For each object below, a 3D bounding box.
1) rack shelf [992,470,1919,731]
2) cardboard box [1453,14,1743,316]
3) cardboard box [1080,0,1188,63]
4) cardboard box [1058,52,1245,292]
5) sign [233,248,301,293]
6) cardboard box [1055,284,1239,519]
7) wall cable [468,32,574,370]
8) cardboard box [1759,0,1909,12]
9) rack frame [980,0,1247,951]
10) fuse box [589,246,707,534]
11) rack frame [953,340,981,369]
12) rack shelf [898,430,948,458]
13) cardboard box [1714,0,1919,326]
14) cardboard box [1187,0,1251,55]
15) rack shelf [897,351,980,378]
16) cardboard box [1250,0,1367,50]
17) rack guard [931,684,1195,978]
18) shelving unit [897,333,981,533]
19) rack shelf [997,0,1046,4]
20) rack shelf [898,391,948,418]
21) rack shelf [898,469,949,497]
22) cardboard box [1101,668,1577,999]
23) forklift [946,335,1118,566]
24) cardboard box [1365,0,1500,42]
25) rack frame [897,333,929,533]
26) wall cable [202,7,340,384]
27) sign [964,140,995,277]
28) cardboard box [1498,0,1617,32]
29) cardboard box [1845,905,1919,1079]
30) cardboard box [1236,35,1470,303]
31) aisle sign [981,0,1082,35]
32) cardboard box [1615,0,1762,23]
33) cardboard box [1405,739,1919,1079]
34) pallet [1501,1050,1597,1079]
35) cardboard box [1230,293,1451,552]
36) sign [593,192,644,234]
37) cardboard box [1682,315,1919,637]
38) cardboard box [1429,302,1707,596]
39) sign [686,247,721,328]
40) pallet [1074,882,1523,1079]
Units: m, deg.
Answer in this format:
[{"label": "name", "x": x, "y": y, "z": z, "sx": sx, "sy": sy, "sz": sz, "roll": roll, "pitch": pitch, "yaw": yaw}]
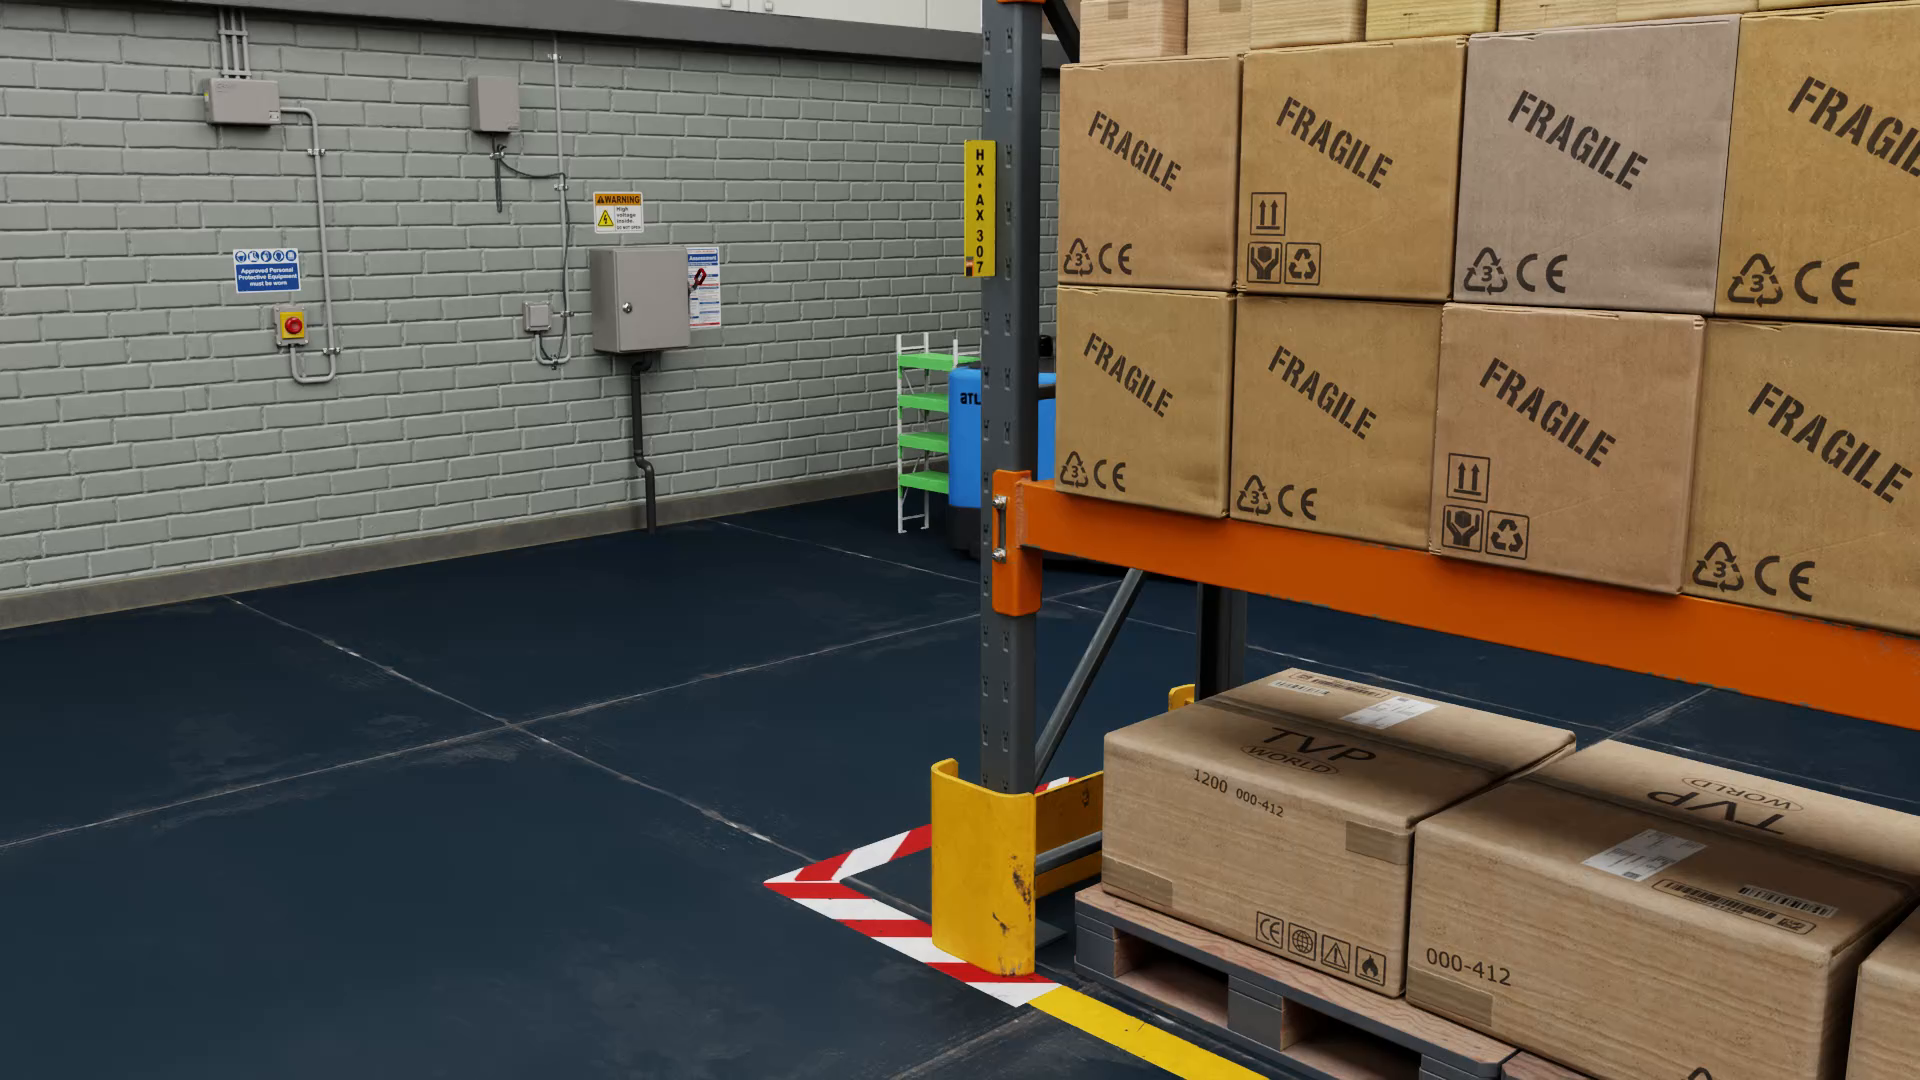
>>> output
[{"label": "rack shelf", "x": 1.835, "y": 0.223, "z": 3.178, "sx": 1.077, "sy": 0.370, "sz": 4.000, "roll": -11, "pitch": 16, "yaw": -43}, {"label": "cardboard box", "x": 1.303, "y": -0.702, "z": 3.157, "sx": 0.500, "sy": 0.500, "sz": 0.500, "roll": -11, "pitch": 16, "yaw": -43}, {"label": "cardboard box", "x": 0.499, "y": -1.187, "z": 3.907, "sx": 0.380, "sy": 0.149, "sz": 0.250, "roll": -10, "pitch": 16, "yaw": -41}, {"label": "cardboard box", "x": 0.580, "y": -0.850, "z": 3.878, "sx": 0.500, "sy": 0.500, "sz": 0.500, "roll": -11, "pitch": 16, "yaw": -44}, {"label": "sign", "x": -3.534, "y": -1.375, "z": 8.484, "sx": 0.327, "sy": 0.218, "sz": 0.001, "roll": -11, "pitch": 16, "yaw": -43}, {"label": "cardboard box", "x": 0.578, "y": -0.360, "z": 3.977, "sx": 0.500, "sy": 0.500, "sz": 0.500, "roll": -11, "pitch": 16, "yaw": -43}, {"label": "wall cable", "x": -2.439, "y": -1.938, "z": 9.365, "sx": 0.588, "sy": 1.984, "sz": 0.122, "roll": -11, "pitch": 16, "yaw": -43}, {"label": "cardboard box", "x": 1.540, "y": -0.955, "z": 2.780, "sx": 0.250, "sy": 0.149, "sz": 0.380, "roll": 11, "pitch": 16, "yaw": 44}, {"label": "rack frame", "x": 0.454, "y": -0.421, "z": 4.522, "sx": 1.000, "sy": 3.000, "sz": 0.127, "roll": -11, "pitch": 16, "yaw": -43}, {"label": "fuse box", "x": -1.837, "y": -0.881, "z": 9.948, "sx": 0.539, "sy": 1.711, "sz": 0.414, "roll": -11, "pitch": 16, "yaw": -43}, {"label": "rack frame", "x": 0.053, "y": -0.576, "z": 9.736, "sx": 0.240, "sy": 1.200, "sz": 0.015, "roll": -11, "pitch": 16, "yaw": -43}, {"label": "rack shelf", "x": -0.116, "y": -0.549, "z": 9.921, "sx": 0.258, "sy": 0.148, "sz": 0.480, "roll": -11, "pitch": 16, "yaw": -43}, {"label": "cardboard box", "x": 1.648, "y": -0.629, "z": 2.805, "sx": 0.500, "sy": 0.500, "sz": 0.500, "roll": -11, "pitch": 16, "yaw": -42}, {"label": "cardboard box", "x": 0.732, "y": -1.159, "z": 3.769, "sx": 0.380, "sy": 0.149, "sz": 0.250, "roll": -10, "pitch": 16, "yaw": -41}, {"label": "rack shelf", "x": -0.116, "y": -1.020, "z": 9.824, "sx": 0.258, "sy": 0.148, "sz": 0.480, "roll": -11, "pitch": 16, "yaw": -43}, {"label": "cardboard box", "x": 0.828, "y": -1.105, "z": 3.507, "sx": 0.380, "sy": 0.149, "sz": 0.250, "roll": -10, "pitch": 15, "yaw": -41}, {"label": "rack guard", "x": 0.438, "y": 0.800, "z": 4.791, "sx": 1.175, "sy": 0.500, "sz": 0.348, "roll": -11, "pitch": 16, "yaw": -43}, {"label": "shelving unit", "x": -0.116, "y": -0.612, "z": 9.908, "sx": 0.258, "sy": 1.200, "sz": 0.503, "roll": -11, "pitch": 16, "yaw": -43}, {"label": "rack shelf", "x": 1.835, "y": -1.246, "z": 2.875, "sx": 1.077, "sy": 0.370, "sz": 4.000, "roll": -11, "pitch": 16, "yaw": -43}, {"label": "rack shelf", "x": -0.116, "y": -0.784, "z": 9.873, "sx": 0.258, "sy": 0.148, "sz": 0.480, "roll": -11, "pitch": 16, "yaw": -43}, {"label": "rack shelf", "x": -0.116, "y": -0.314, "z": 9.970, "sx": 0.258, "sy": 0.148, "sz": 0.480, "roll": -11, "pitch": 16, "yaw": -43}, {"label": "cardboard box", "x": 0.982, "y": 0.711, "z": 4.338, "sx": 0.875, "sy": 0.438, "sz": 0.875, "roll": 11, "pitch": 16, "yaw": 43}, {"label": "forklift", "x": 1.478, "y": -1.289, "z": 8.903, "sx": 3.031, "sy": 2.935, "sz": 1.130, "roll": 5, "pitch": 13, "yaw": 25}, {"label": "cardboard box", "x": 1.023, "y": -1.069, "z": 3.333, "sx": 0.250, "sy": 0.149, "sz": 0.380, "roll": 11, "pitch": 16, "yaw": 43}, {"label": "rack frame", "x": -0.284, "y": -0.648, "z": 10.081, "sx": 0.240, "sy": 1.200, "sz": 0.015, "roll": -11, "pitch": 16, "yaw": -43}, {"label": "wall cable", "x": -3.457, "y": -1.754, "z": 8.395, "sx": 0.585, "sy": 1.953, "sz": 0.123, "roll": -11, "pitch": 16, "yaw": -43}, {"label": "sign", "x": 0.049, "y": -0.807, "z": 4.055, "sx": 0.100, "sy": 0.325, "sz": 0.005, "roll": -11, "pitch": 16, "yaw": -43}, {"label": "cardboard box", "x": 1.242, "y": -1.038, "z": 3.183, "sx": 0.380, "sy": 0.149, "sz": 0.250, "roll": -11, "pitch": 16, "yaw": -42}, {"label": "cardboard box", "x": 2.242, "y": 0.975, "z": 3.056, "sx": 0.875, "sy": 0.438, "sz": 0.875, "roll": 11, "pitch": 16, "yaw": 43}, {"label": "cardboard box", "x": 0.941, "y": -0.776, "z": 3.517, "sx": 0.500, "sy": 0.500, "sz": 0.500, "roll": 11, "pitch": 16, "yaw": 44}, {"label": "aisle sign", "x": 0.195, "y": -1.664, "z": 4.114, "sx": 0.394, "sy": 0.787, "sz": 0.004, "roll": -11, "pitch": 16, "yaw": -43}, {"label": "cardboard box", "x": 1.384, "y": -0.996, "z": 2.978, "sx": 0.380, "sy": 0.149, "sz": 0.250, "roll": -11, "pitch": 16, "yaw": -42}, {"label": "cardboard box", "x": 1.620, "y": 0.843, "z": 3.695, "sx": 0.875, "sy": 0.438, "sz": 0.875, "roll": -10, "pitch": 16, "yaw": -41}, {"label": "pallet", "x": 1.901, "y": 1.228, "z": 3.426, "sx": 1.003, "sy": 0.211, "sz": 1.213, "roll": -11, "pitch": 16, "yaw": -43}, {"label": "cardboard box", "x": 0.947, "y": -0.290, "z": 3.638, "sx": 0.500, "sy": 0.500, "sz": 0.500, "roll": -11, "pitch": 16, "yaw": -43}, {"label": "sign", "x": -2.020, "y": -1.939, "z": 9.844, "sx": 0.339, "sy": 0.242, "sz": 0.001, "roll": -11, "pitch": 16, "yaw": -43}, {"label": "cardboard box", "x": 1.644, "y": -0.143, "z": 2.922, "sx": 0.500, "sy": 0.500, "sz": 0.500, "roll": -10, "pitch": 15, "yaw": -41}, {"label": "cardboard box", "x": 1.286, "y": -0.213, "z": 3.265, "sx": 0.500, "sy": 0.500, "sz": 0.500, "roll": -11, "pitch": 16, "yaw": -43}, {"label": "sign", "x": -1.622, "y": -1.565, "z": 10.308, "sx": 0.329, "sy": 0.494, "sz": 0.001, "roll": -11, "pitch": 16, "yaw": -43}, {"label": "pallet", "x": 1.063, "y": 1.051, "z": 4.290, "sx": 1.003, "sy": 0.211, "sz": 1.213, "roll": -11, "pitch": 16, "yaw": -43}]
